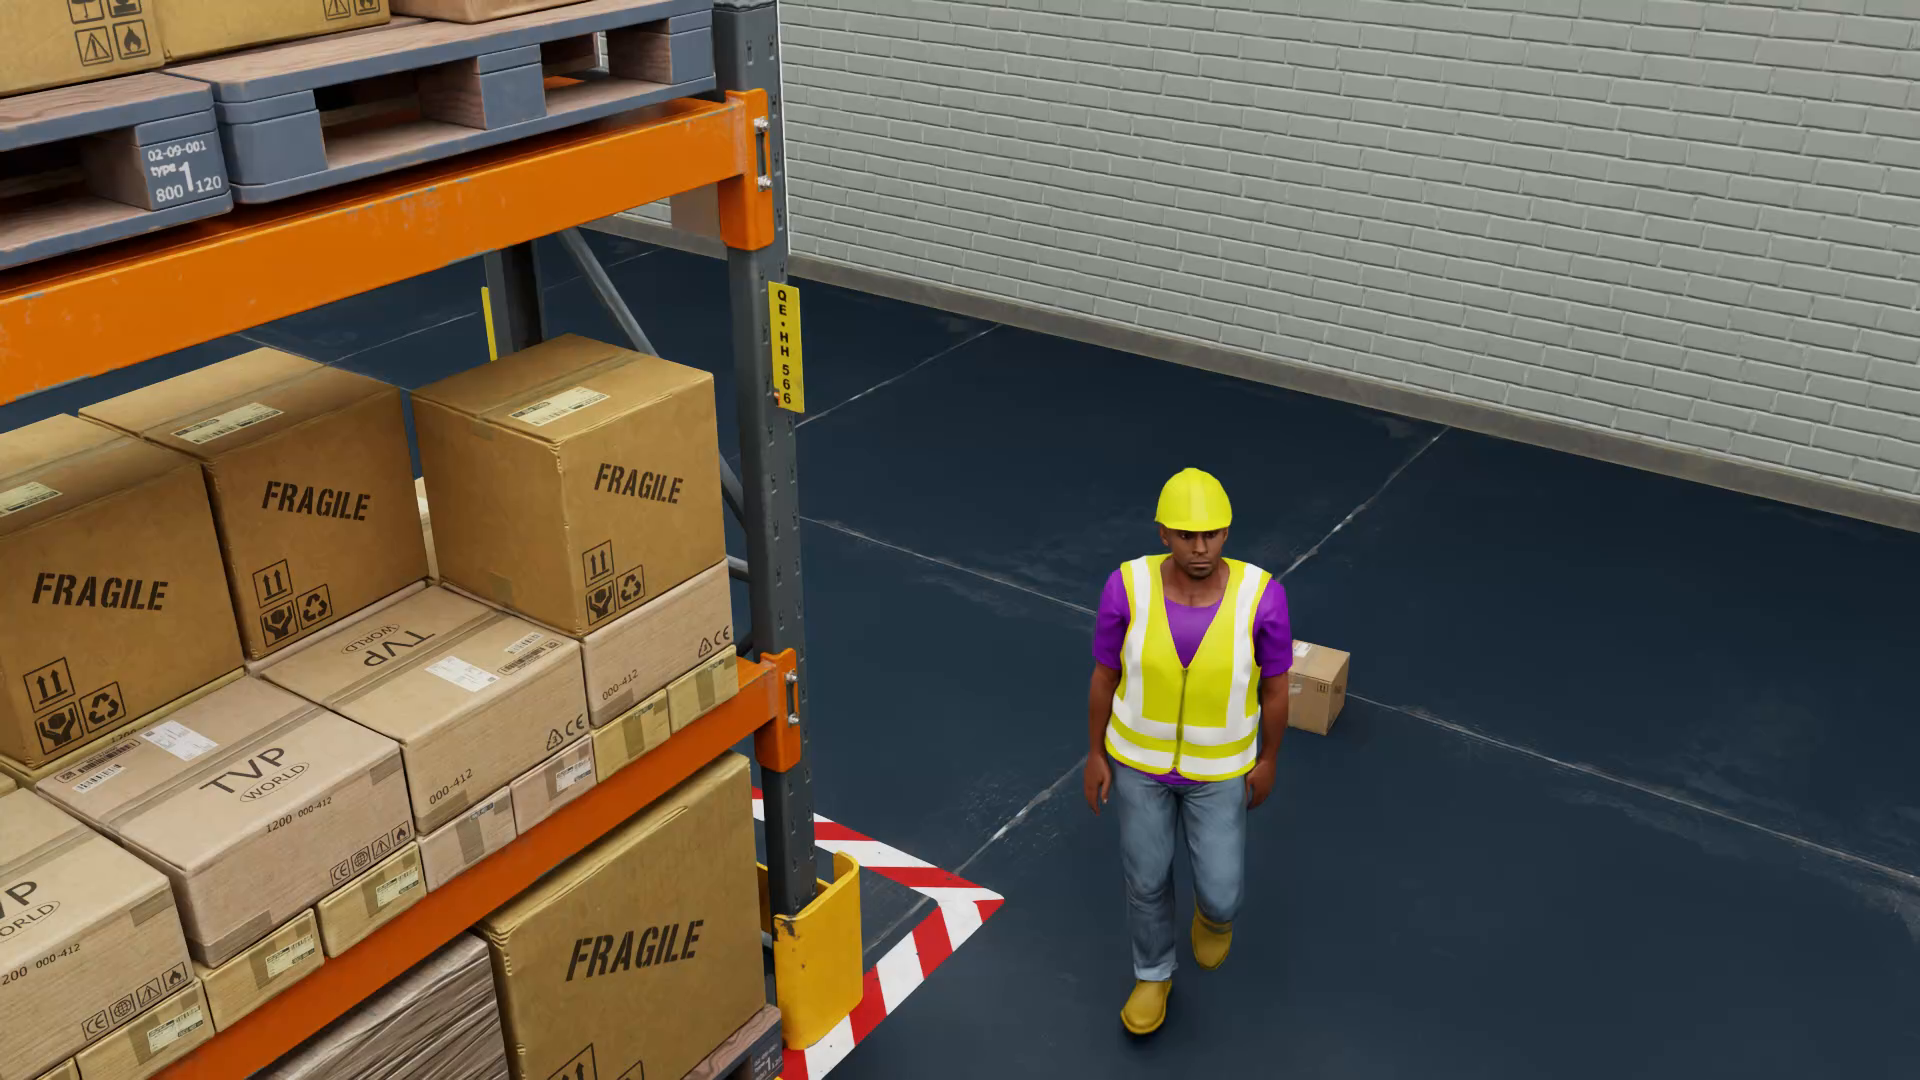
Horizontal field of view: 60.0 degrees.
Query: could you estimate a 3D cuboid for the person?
[{"bbox_3d":[0.598,0.702,4.682,0.565,1.792,0.471,6,27,12],"label":"person"}]
